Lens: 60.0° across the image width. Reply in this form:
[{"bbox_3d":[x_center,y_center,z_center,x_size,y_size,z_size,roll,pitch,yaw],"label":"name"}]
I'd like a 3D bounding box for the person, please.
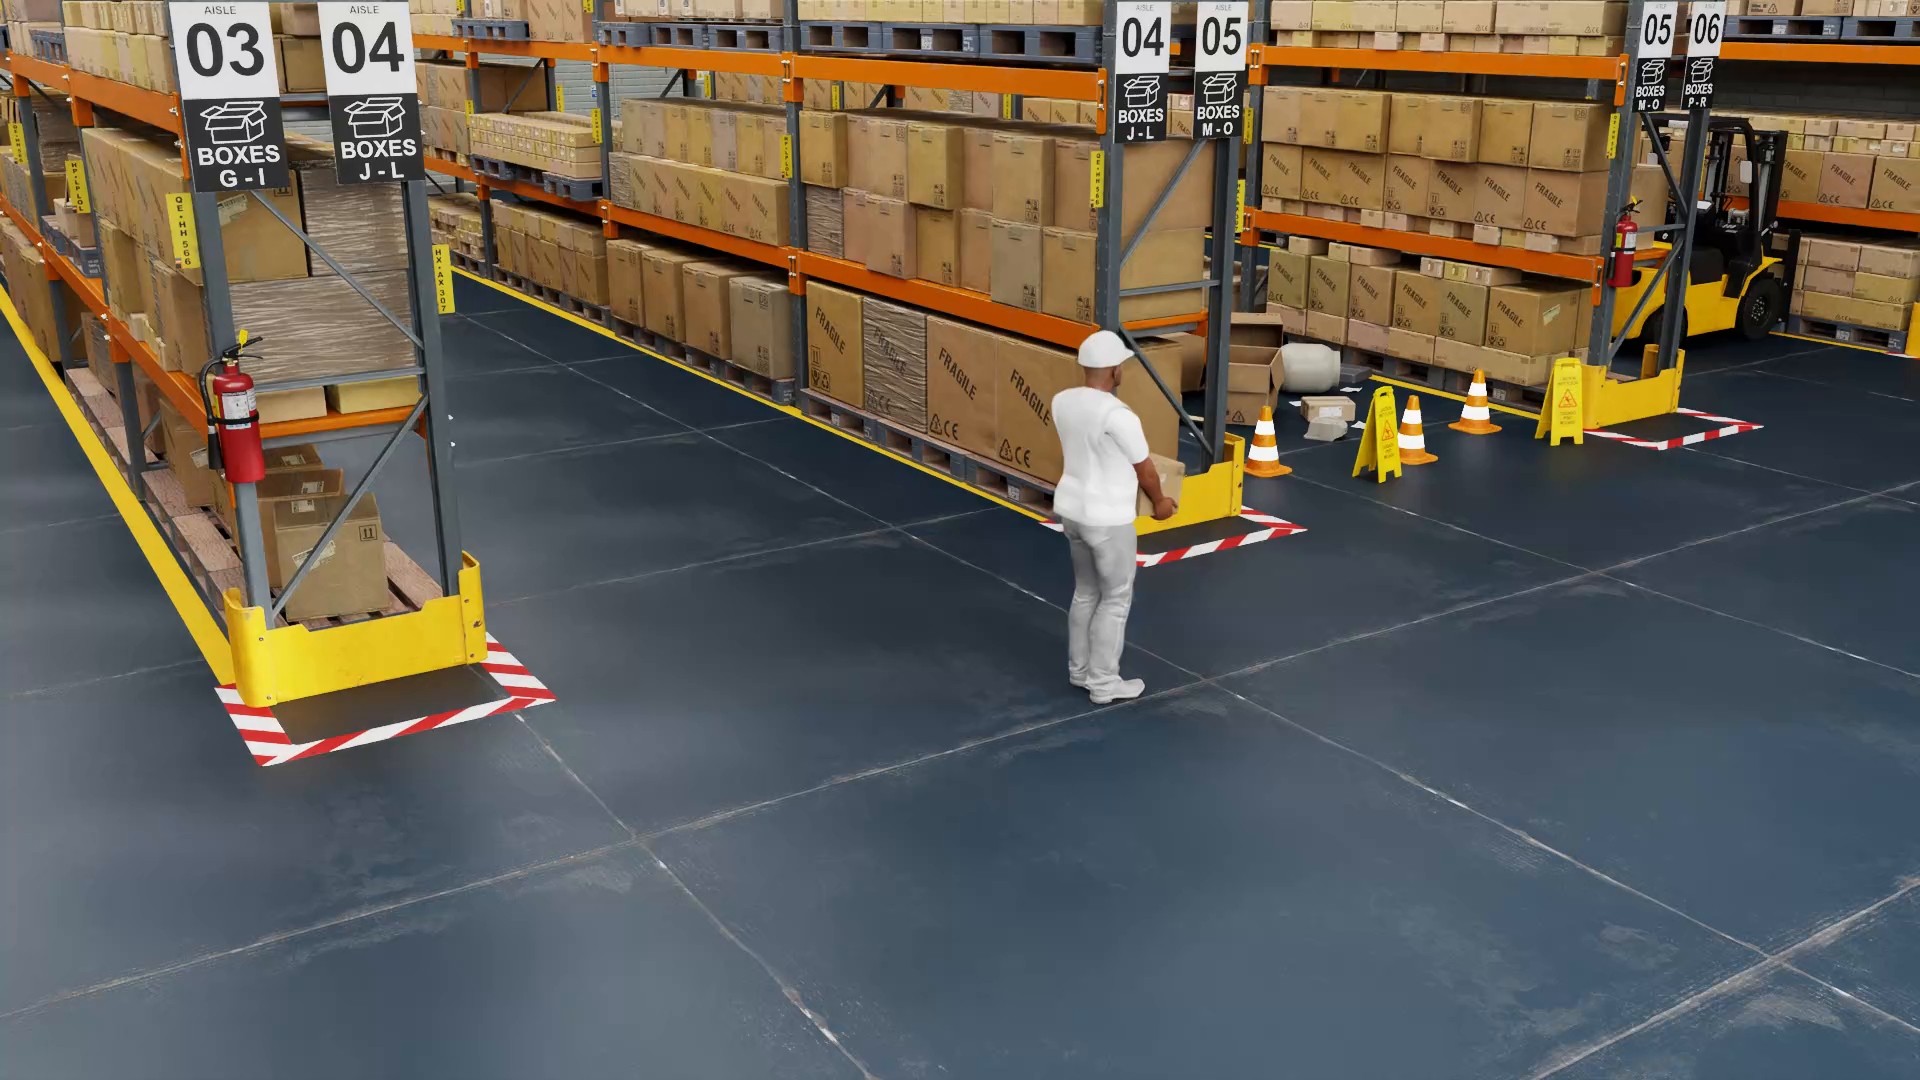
[{"bbox_3d":[0.730,-0.130,7.920,0.563,1.763,0.505,-12,21,-32],"label":"person"}]
